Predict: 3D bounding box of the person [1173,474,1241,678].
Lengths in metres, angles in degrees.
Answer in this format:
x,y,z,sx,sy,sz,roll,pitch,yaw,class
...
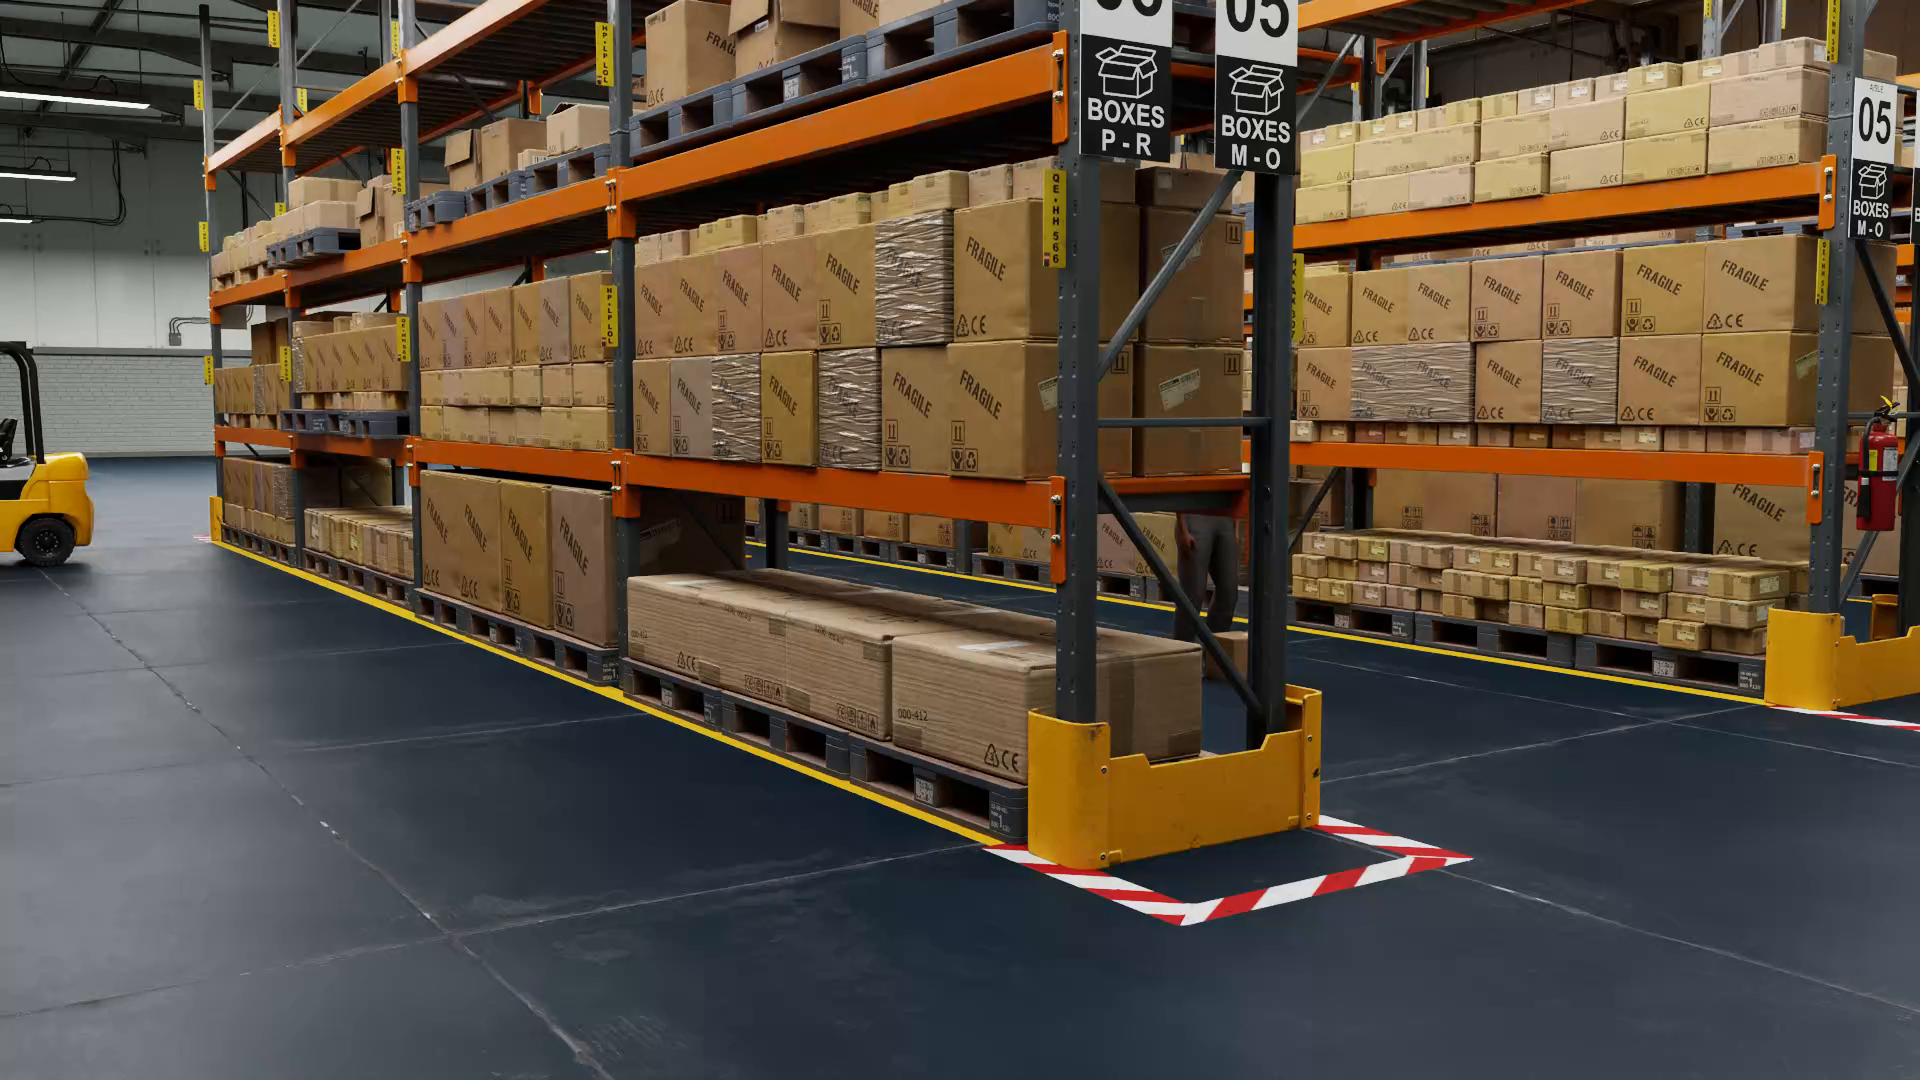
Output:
x,y,z,sx,sy,sz,roll,pitch,yaw,class
1.444,-0.045,9.662,0.518,1.653,0.351,-4,6,-36,person
